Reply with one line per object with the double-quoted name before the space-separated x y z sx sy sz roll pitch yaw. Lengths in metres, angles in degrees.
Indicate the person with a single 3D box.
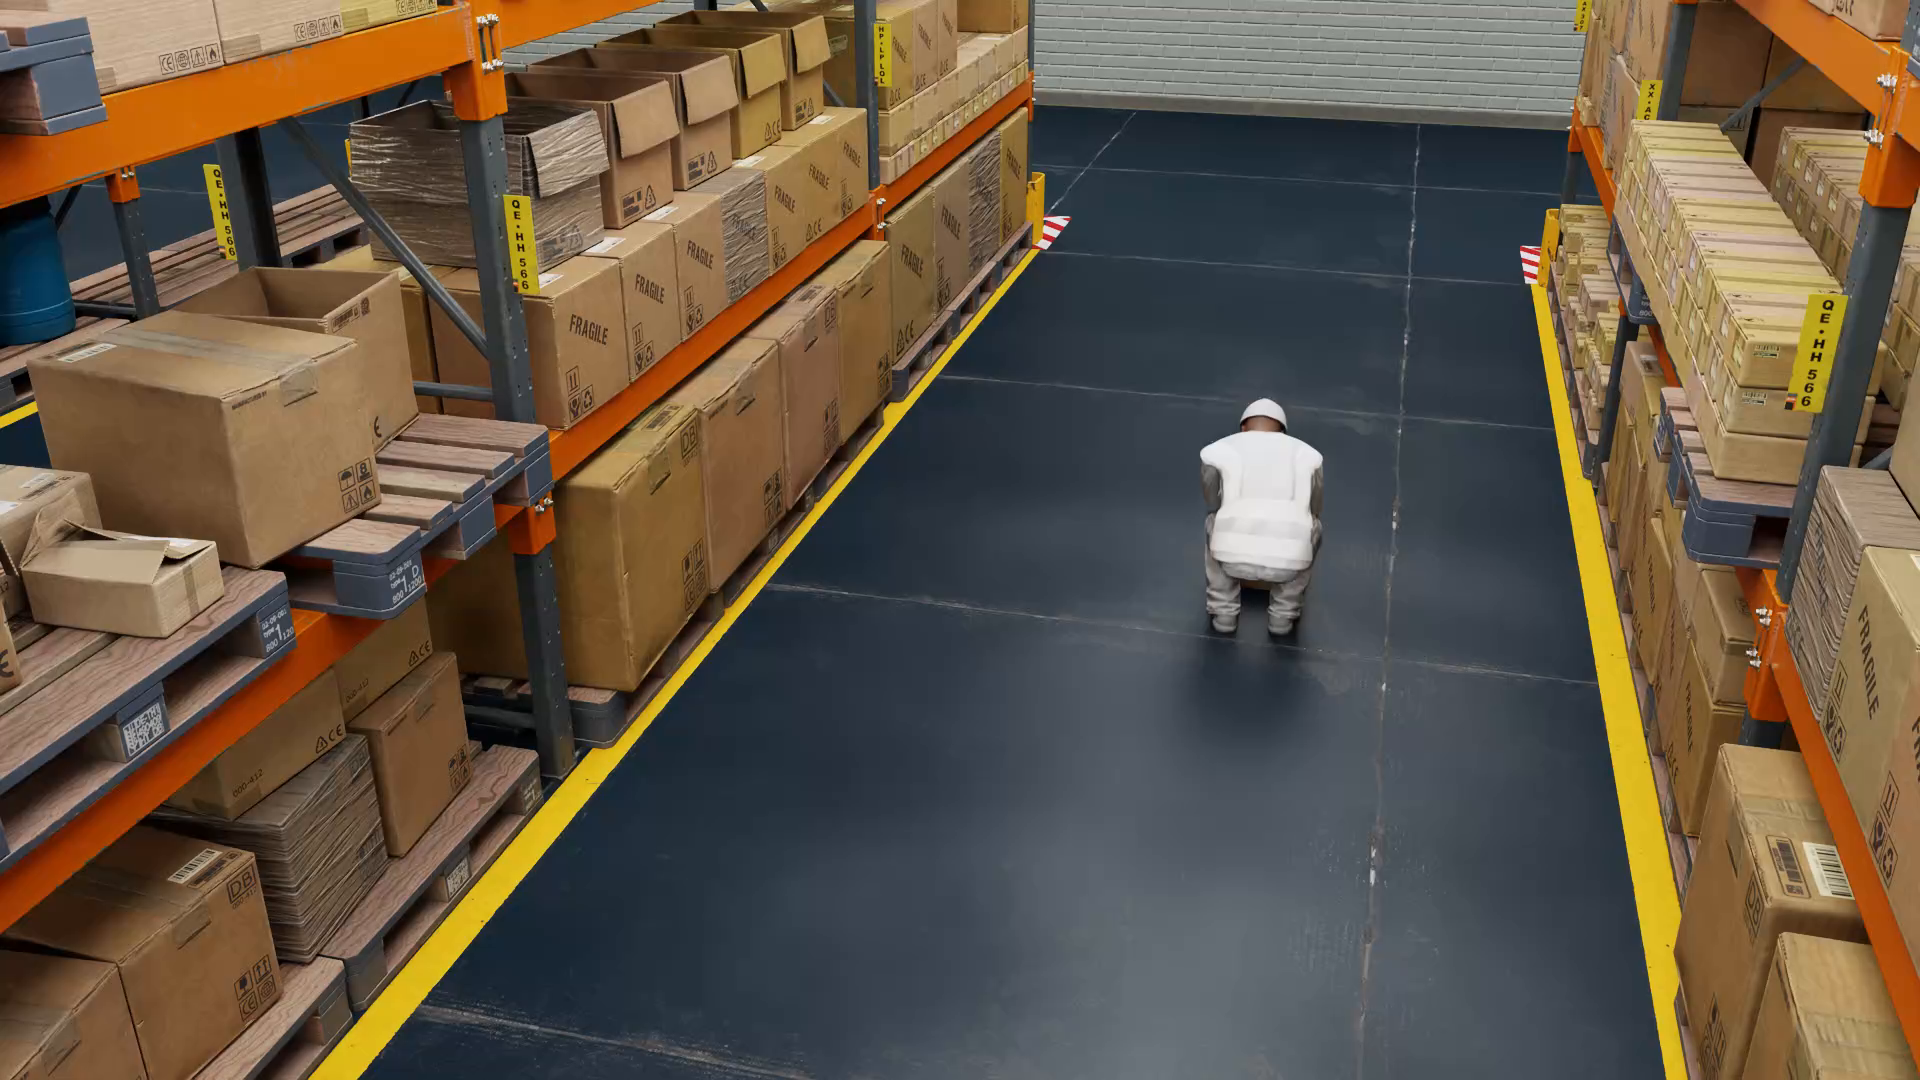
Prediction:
"person" 1.319 -0.082 7.347 0.568 0.883 0.906 6 26 13
